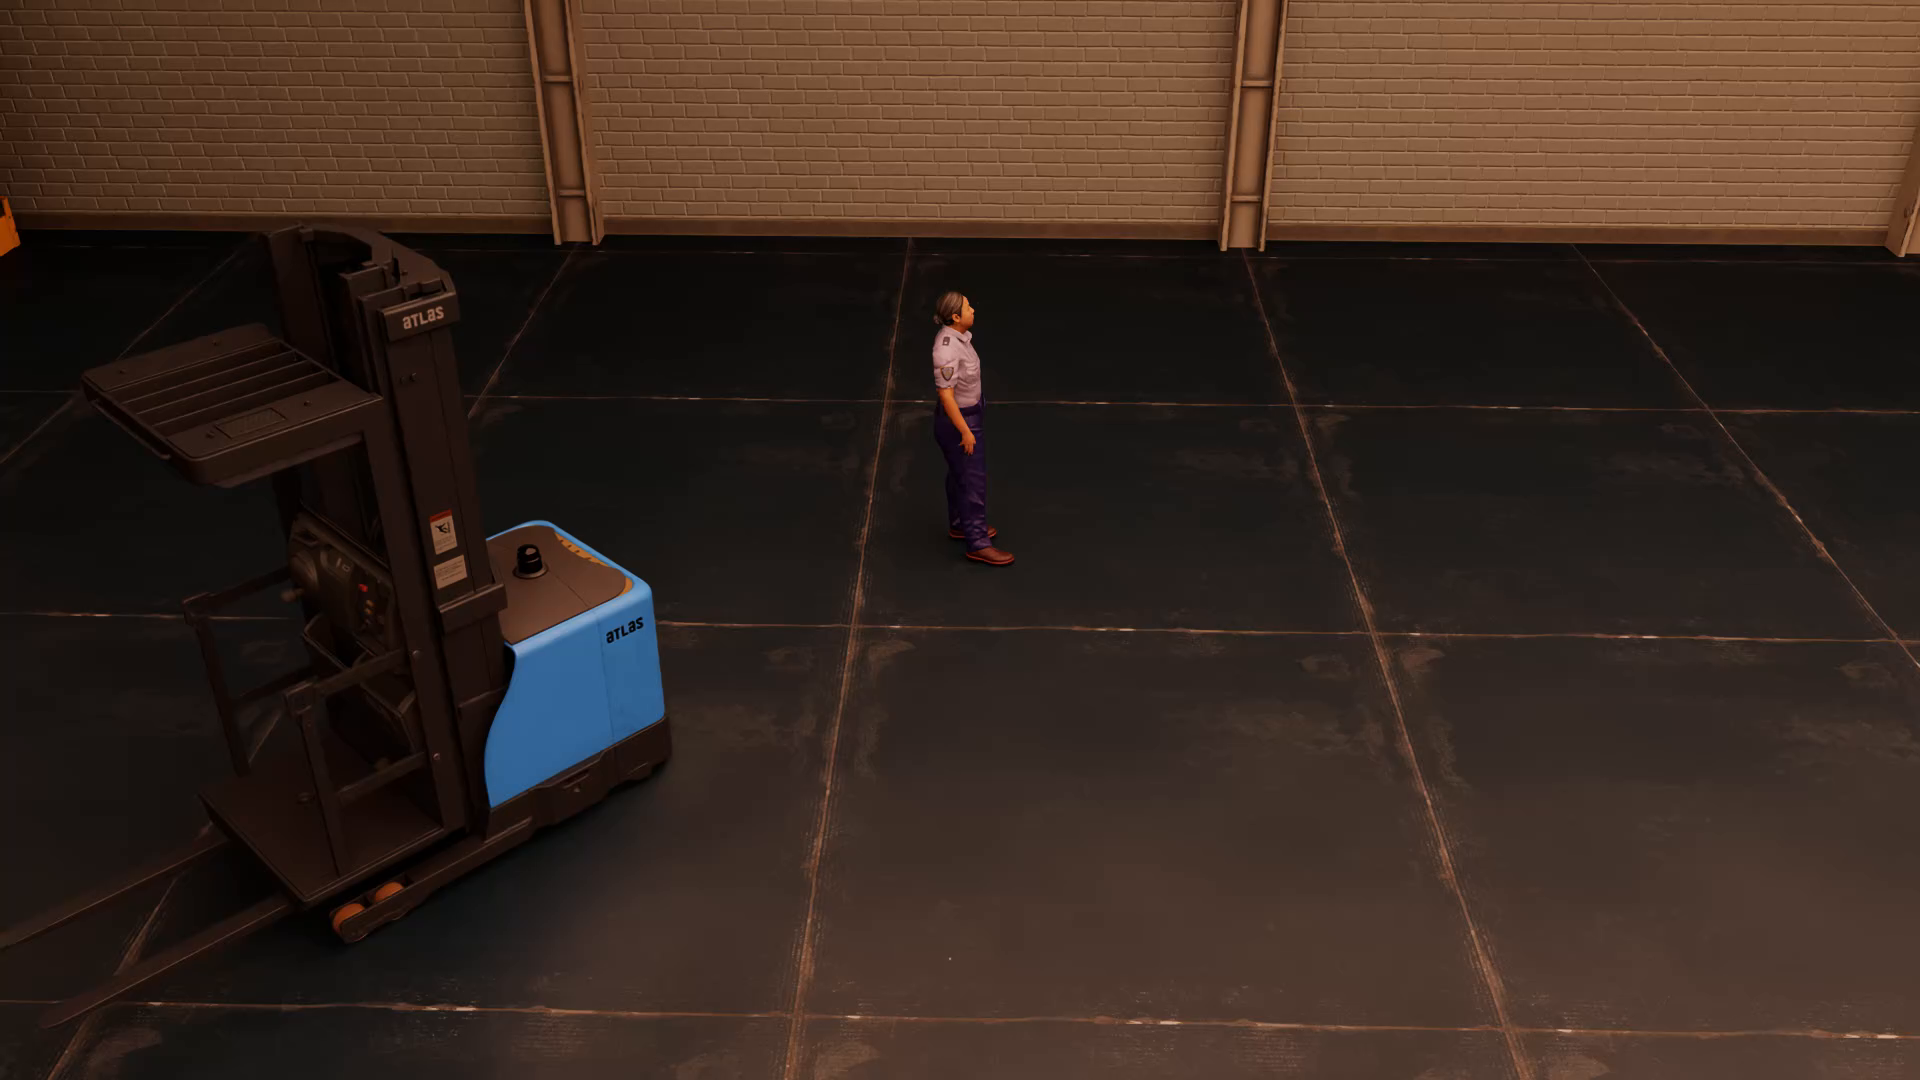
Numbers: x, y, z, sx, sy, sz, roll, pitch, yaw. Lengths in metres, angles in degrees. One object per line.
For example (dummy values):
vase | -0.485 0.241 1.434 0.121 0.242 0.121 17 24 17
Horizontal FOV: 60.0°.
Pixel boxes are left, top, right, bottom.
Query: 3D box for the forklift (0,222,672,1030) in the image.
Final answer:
forklift | -2.871 0.240 7.208 1.130 2.935 3.031 27 40 37

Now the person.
person | 0.090 -0.703 10.056 0.502 1.651 0.598 1 31 1
